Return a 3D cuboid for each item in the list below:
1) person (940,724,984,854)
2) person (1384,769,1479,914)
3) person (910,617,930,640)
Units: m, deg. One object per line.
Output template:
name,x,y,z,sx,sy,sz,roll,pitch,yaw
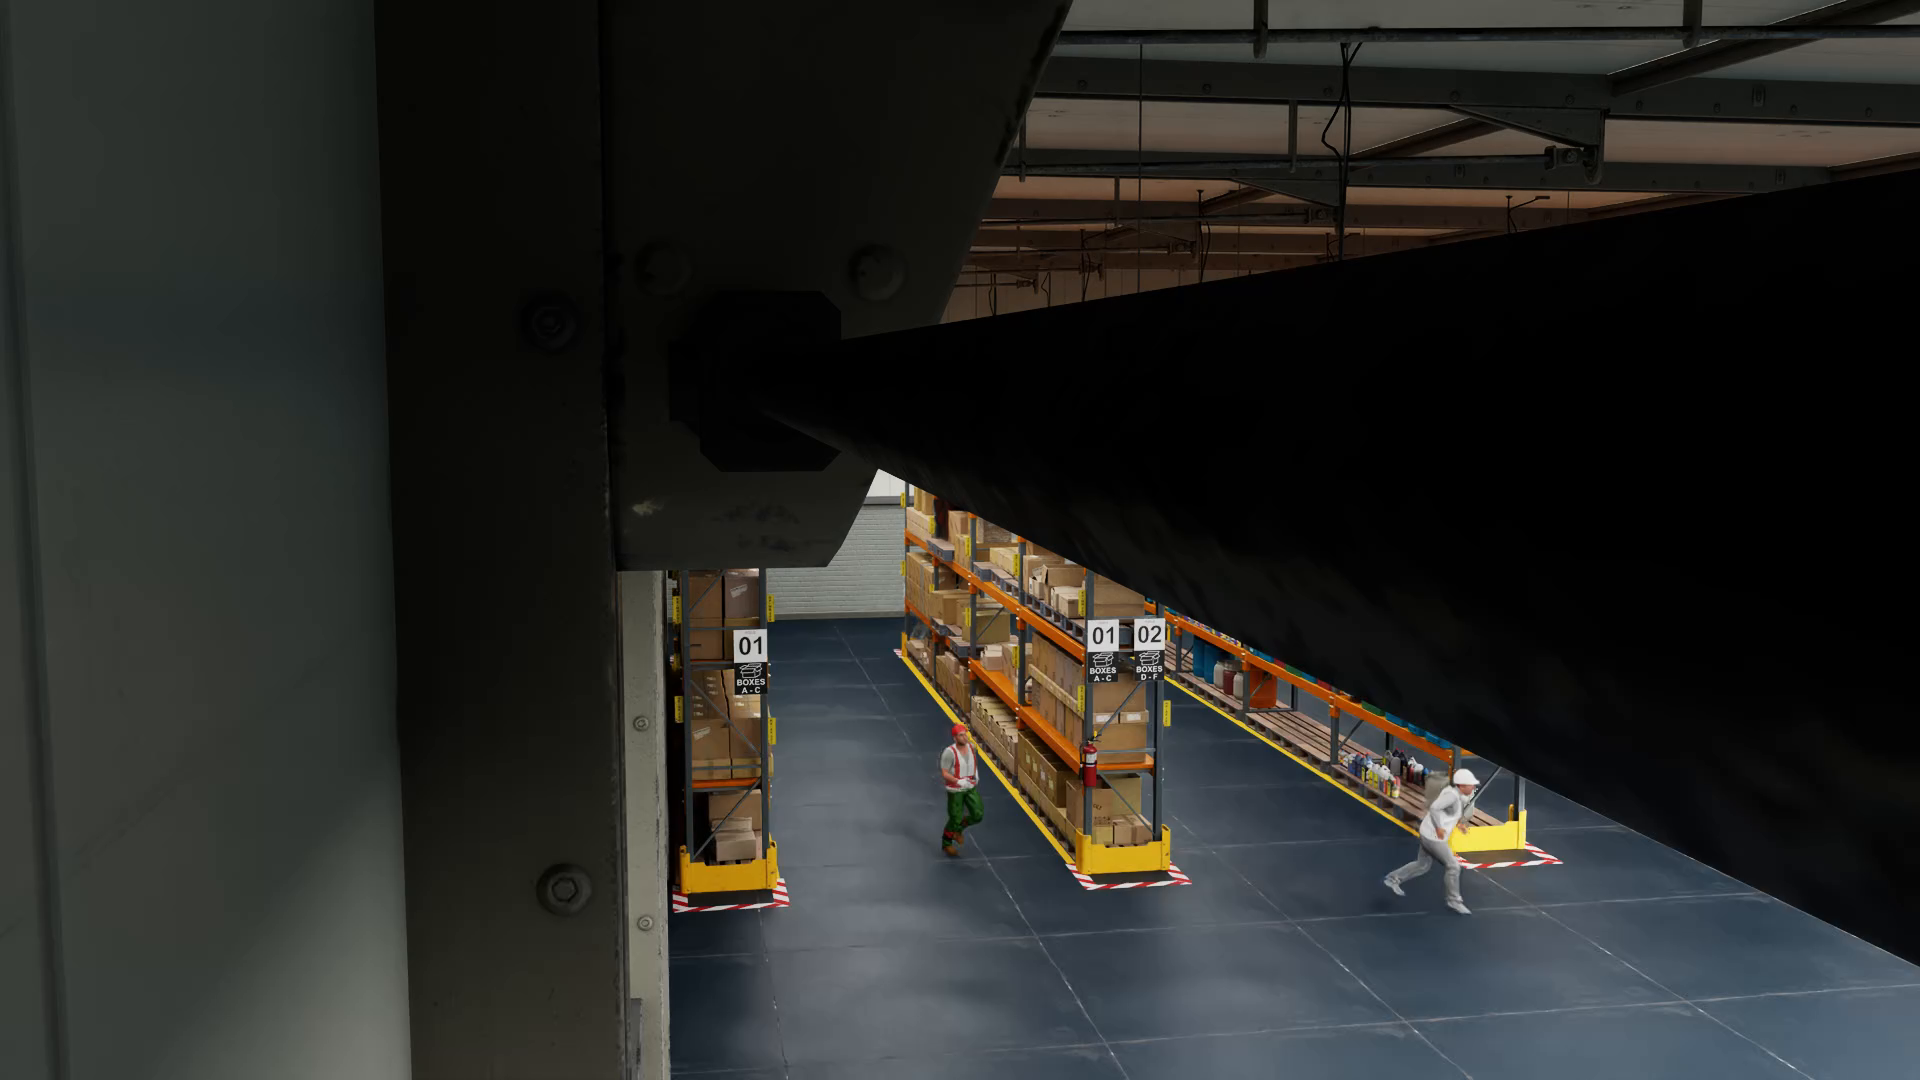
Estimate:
person,0.046,3.231,21.527,0.686,1.737,0.714,-4,7,-35
person,5.491,3.499,19.409,1.048,1.732,0.696,2,6,22
person,-0.820,1.575,37.645,0.699,1.791,0.693,1,6,6
